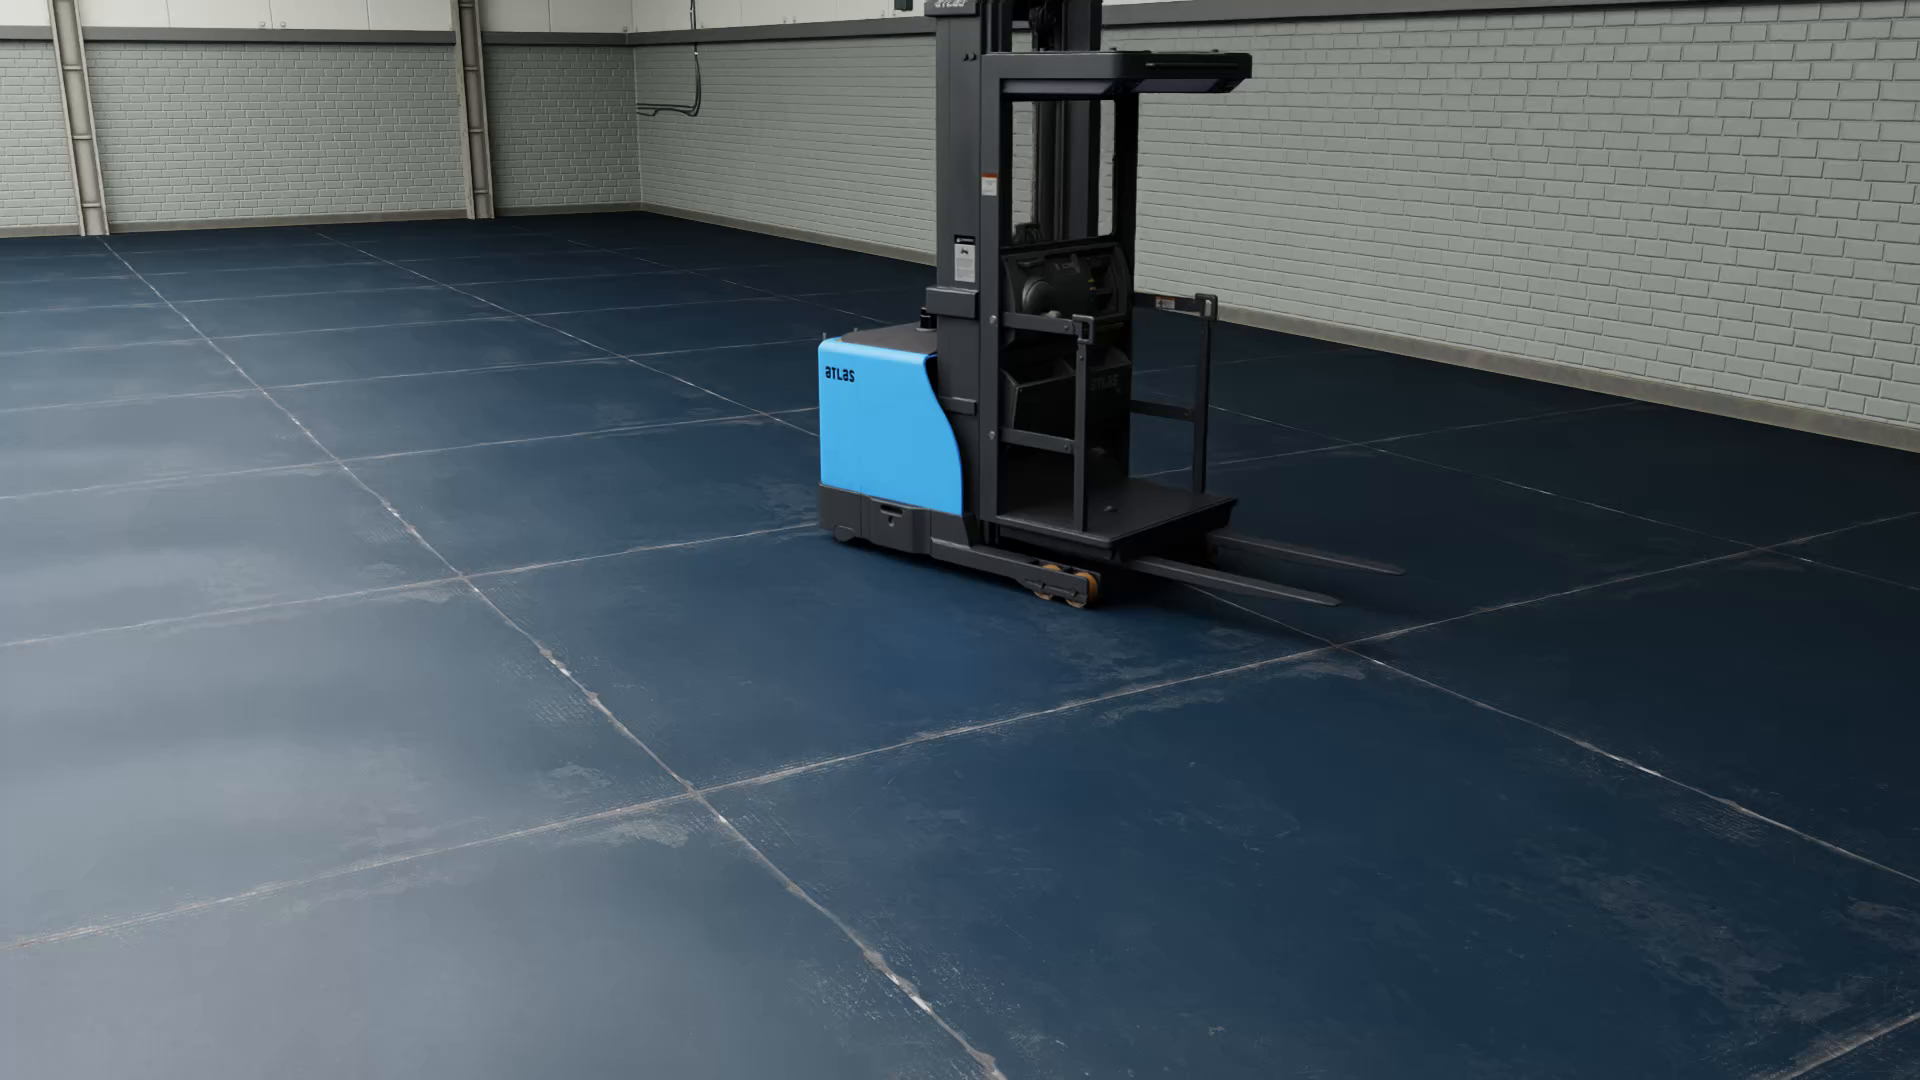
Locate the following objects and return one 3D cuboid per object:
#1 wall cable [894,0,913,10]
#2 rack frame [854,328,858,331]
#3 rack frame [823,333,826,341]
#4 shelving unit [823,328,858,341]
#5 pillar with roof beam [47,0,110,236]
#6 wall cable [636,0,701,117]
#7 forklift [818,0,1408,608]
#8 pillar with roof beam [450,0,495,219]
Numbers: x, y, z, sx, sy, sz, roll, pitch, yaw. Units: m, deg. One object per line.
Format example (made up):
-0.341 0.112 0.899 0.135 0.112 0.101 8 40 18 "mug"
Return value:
-0.223 -9.457 19.675 0.169 6.003 2.305 -9 18 -30 "wall cable"
-0.507 -0.652 9.292 0.200 1.050 0.008 13 20 39 "rack frame"
-0.665 -0.602 9.113 0.200 1.050 0.008 13 20 39 "rack frame"
-0.586 -0.627 9.203 0.215 1.050 0.252 13 20 39 "shelving unit"
-11.231 -8.085 21.080 0.400 9.000 9.100 -9 18 -30 "pillar with roof beam"
-5.099 -8.523 28.397 0.112 2.526 3.097 -9 18 -30 "wall cable"
0.684 -1.255 7.955 3.031 2.935 1.130 13 20 39 "forklift"
-6.088 -8.919 24.055 0.400 9.000 9.100 -9 18 -30 "pillar with roof beam"
